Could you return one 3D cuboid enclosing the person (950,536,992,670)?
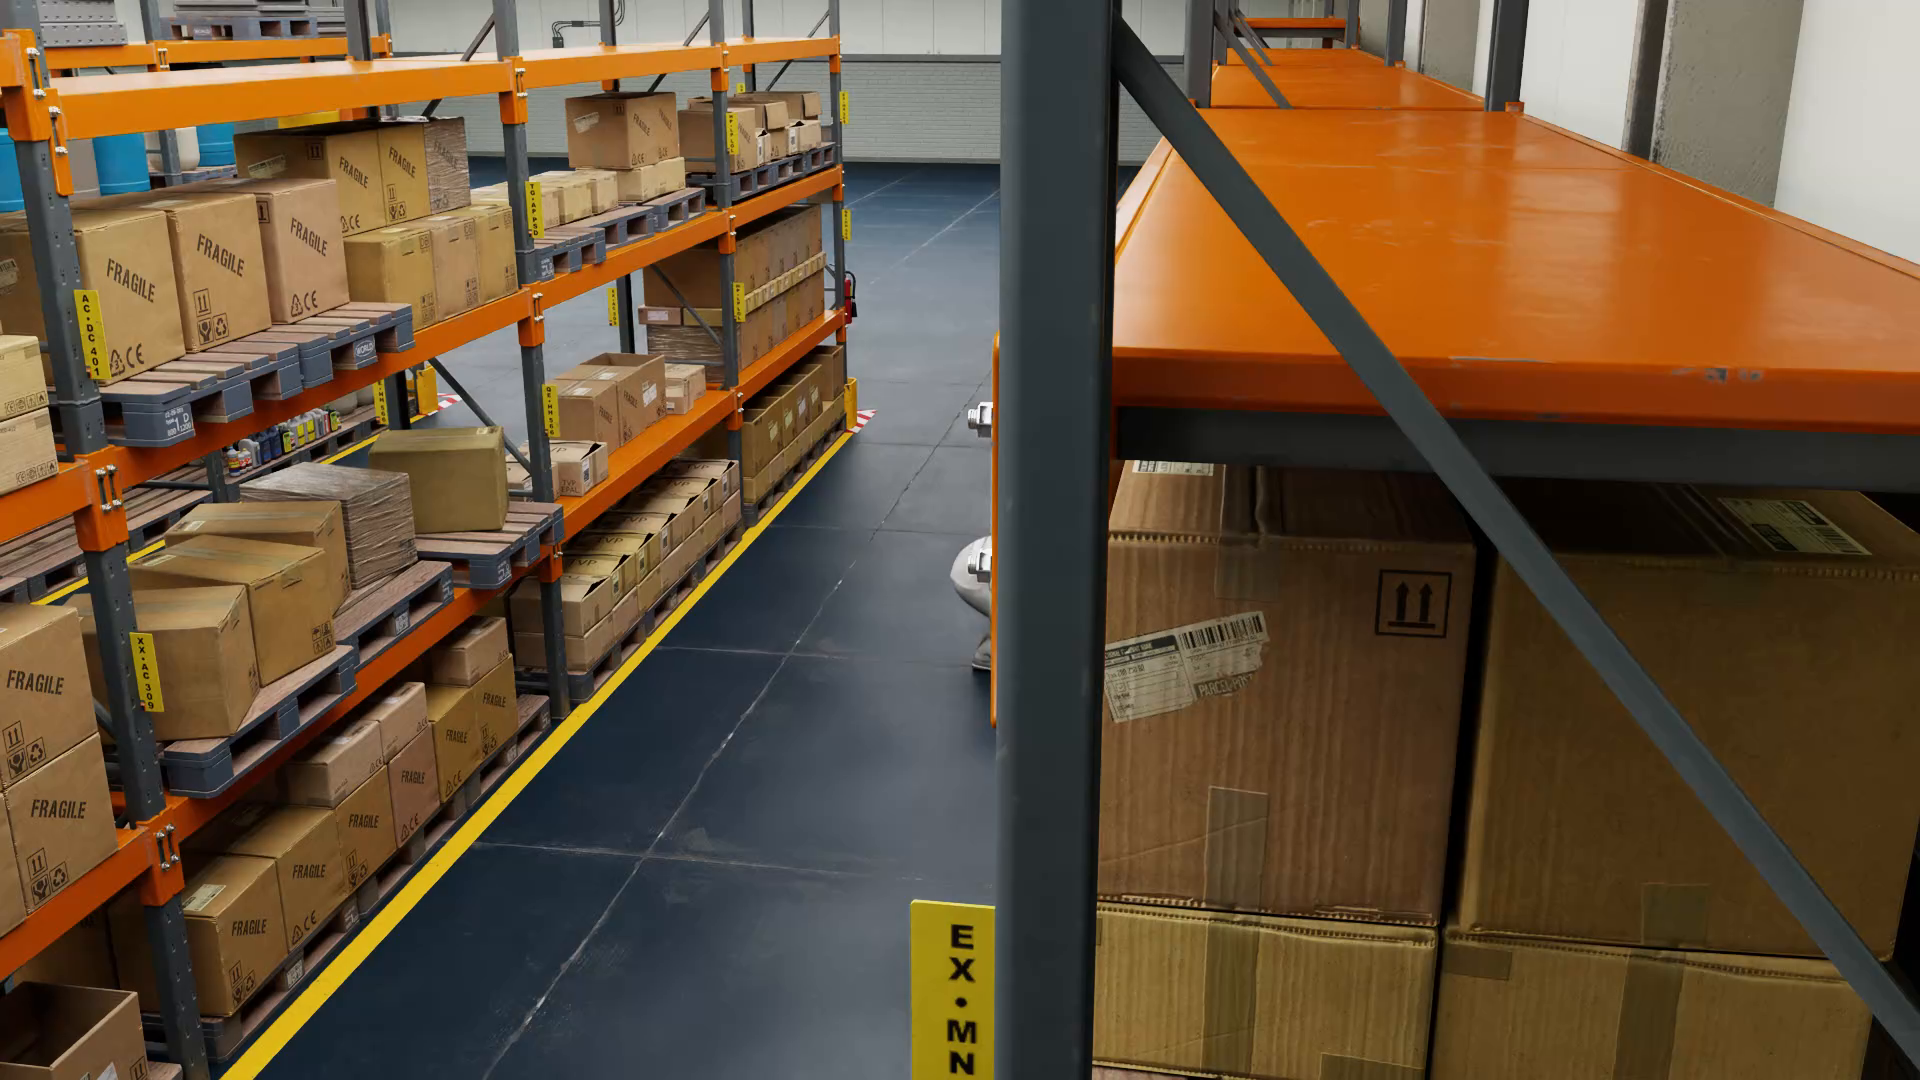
[{"bbox_3d":[0.443,0.386,11.542,1.015,1.023,0.544,2,18,7],"label":"person"}]
